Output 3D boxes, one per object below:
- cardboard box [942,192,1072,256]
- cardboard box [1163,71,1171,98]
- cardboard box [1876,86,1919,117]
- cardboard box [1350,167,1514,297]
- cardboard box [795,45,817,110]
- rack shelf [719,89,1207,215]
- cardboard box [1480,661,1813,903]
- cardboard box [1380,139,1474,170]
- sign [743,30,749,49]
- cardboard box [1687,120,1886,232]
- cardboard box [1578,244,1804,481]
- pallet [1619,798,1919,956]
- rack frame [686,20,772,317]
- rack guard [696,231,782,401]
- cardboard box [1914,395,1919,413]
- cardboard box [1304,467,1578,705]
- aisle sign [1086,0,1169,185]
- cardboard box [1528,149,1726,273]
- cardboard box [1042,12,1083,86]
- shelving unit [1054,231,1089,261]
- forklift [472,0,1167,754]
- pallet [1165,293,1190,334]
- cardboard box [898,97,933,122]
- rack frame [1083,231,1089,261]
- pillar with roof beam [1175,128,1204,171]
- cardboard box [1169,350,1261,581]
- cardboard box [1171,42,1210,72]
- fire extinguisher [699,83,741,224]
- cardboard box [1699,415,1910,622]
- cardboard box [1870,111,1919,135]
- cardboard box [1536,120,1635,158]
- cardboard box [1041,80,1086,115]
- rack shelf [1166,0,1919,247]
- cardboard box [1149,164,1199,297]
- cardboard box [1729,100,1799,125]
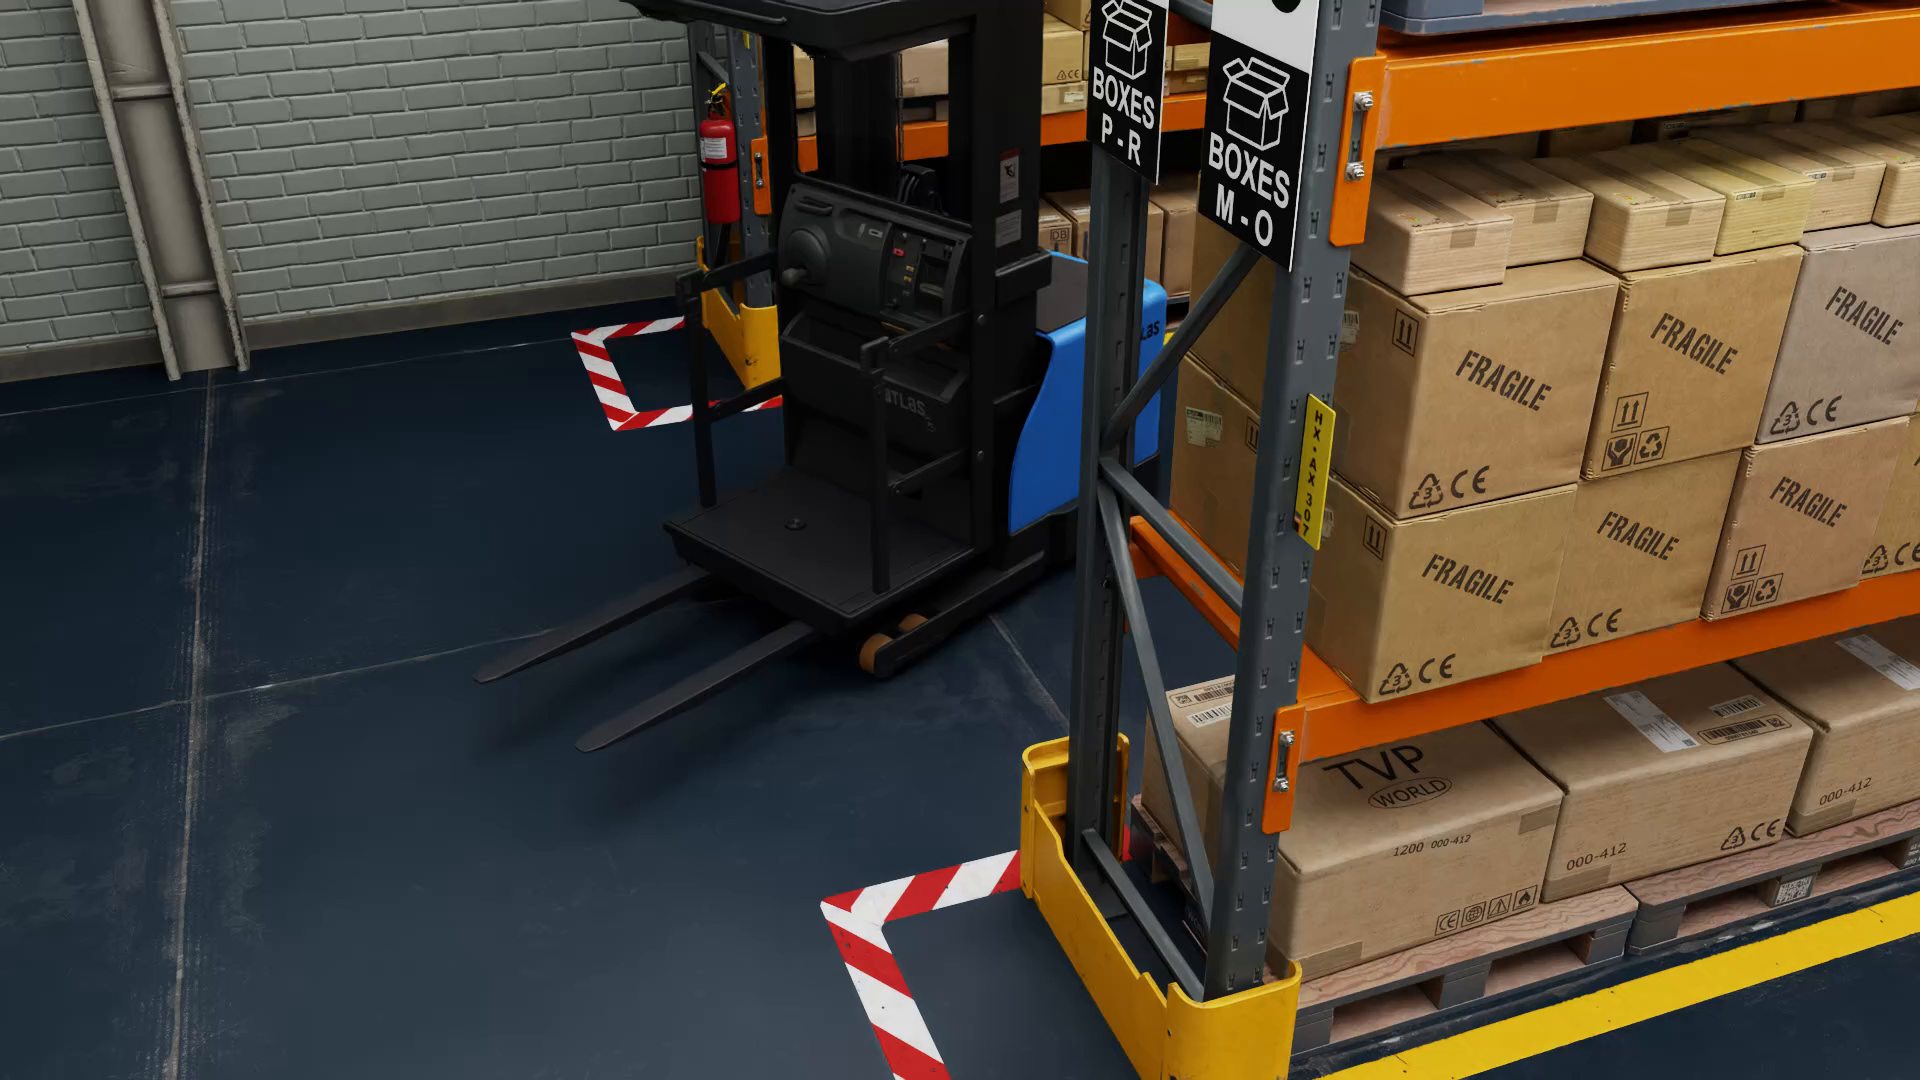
[{"bbox_3d":[0.246,-1.579,9.092,0.500,0.500,0.700,-9,31,-16],"label":"cardboard box"},{"bbox_3d":[0.911,-2.442,8.761,0.250,0.149,0.380,-11,31,-18],"label":"cardboard box"},{"bbox_3d":[2.488,-1.251,4.649,0.250,0.149,0.380,-10,31,-17],"label":"cardboard box"},{"bbox_3d":[0.989,-0.682,3.650,0.250,0.149,0.380,-10,31,-17],"label":"cardboard box"},{"bbox_3d":[-0.656,-2.309,8.123,0.500,0.250,0.500,-10,31,-17],"label":"cardboard box"},{"bbox_3d":[0.700,-2.324,9.026,4.000,0.370,1.077,-10,31,-18],"label":"rack shelf"},{"bbox_3d":[1.998,0.620,5.297,0.875,0.438,0.875,-10,31,-16],"label":"cardboard box"},{"bbox_3d":[1.056,-0.959,4.136,0.250,0.149,0.380,-10,31,-17],"label":"cardboard box"},{"bbox_3d":[-0.985,-2.416,7.586,0.005,0.325,0.100,-10,31,-18],"label":"sign"},{"bbox_3d":[1.961,-0.875,3.990,0.250,0.149,0.380,-10,31,-17],"label":"cardboard box"},{"bbox_3d":[1.591,-0.510,4.004,0.500,0.500,0.500,-11,32,-19],"label":"cardboard box"},{"bbox_3d":[2.423,0.839,5.563,1.213,0.211,1.003,-10,31,-18],"label":"pallet"},{"bbox_3d":[-1.175,-2.291,8.242,0.127,3.000,1.000,-10,31,-18],"label":"rack frame"},{"bbox_3d":[-1.104,-1.218,8.884,0.348,0.500,1.175,-10,31,-18],"label":"rack guard"},{"bbox_3d":[2.537,-0.689,4.318,0.500,0.500,0.500,-10,31,-17],"label":"cardboard box"},{"bbox_3d":[1.110,0.018,4.088,0.500,0.500,0.500,-11,31,-18],"label":"cardboard box"},{"bbox_3d":[0.384,-1.250,3.788,0.004,0.787,0.394,-10,31,-18],"label":"aisle sign"},{"bbox_3d":[1.493,-0.752,3.773,0.250,0.149,0.380,-9,31,-16],"label":"cardboard box"},{"bbox_3d":[0.291,-2.485,8.432,0.500,0.250,0.500,-11,31,-19],"label":"cardboard box"},{"bbox_3d":[0.561,-0.878,7.718,0.215,1.050,0.252,21,33,32],"label":"shelving unit"},{"bbox_3d":[-0.480,-1.033,6.103,1.130,2.935,3.031,24,38,36],"label":"forklift"},{"bbox_3d":[0.785,-1.440,9.564,1.213,0.211,1.003,-10,31,-18],"label":"pallet"},{"bbox_3d":[-0.315,-2.239,8.403,0.250,0.149,0.380,-11,31,-18],"label":"cardboard box"},{"bbox_3d":[0.635,-0.920,7.805,0.200,1.050,0.008,21,33,32],"label":"rack frame"},{"bbox_3d":[3.108,-3.889,4.986,0.400,9.000,9.100,-10,31,-18],"label":"pillar with roof beam"},{"bbox_3d":[0.919,-0.239,4.538,0.500,0.500,0.500,-10,31,-17],"label":"cardboard box"},{"bbox_3d":[1.246,-2.672,8.760,0.500,0.250,0.500,-11,31,-18],"label":"cardboard box"},{"bbox_3d":[-1.151,-1.856,7.932,0.183,0.674,0.296,-10,31,-18],"label":"fire extinguisher"},{"bbox_3d":[2.057,-0.162,4.403,0.500,0.500,0.500,-11,31,-18],"label":"cardboard box"},{"bbox_3d":[2.457,-0.930,4.086,0.250,0.149,0.380,-11,32,-19],"label":"cardboard box"},{"bbox_3d":[1.519,-1.067,4.326,0.250,0.149,0.380,-10,31,-16],"label":"cardboard box"},{"bbox_3d":[0.454,-2.311,8.530,0.250,0.149,0.380,-11,32,-19],"label":"cardboard box"},{"bbox_3d":[2.434,-1.325,4.242,4.000,0.370,1.077,-10,31,-18],"label":"rack shelf"},{"bbox_3d":[1.219,-1.758,9.407,0.500,0.500,0.700,-12,32,-19],"label":"cardboard box"},{"bbox_3d":[2.003,-1.149,4.471,0.250,0.149,0.380,-10,31,-16],"label":"cardboard box"}]
